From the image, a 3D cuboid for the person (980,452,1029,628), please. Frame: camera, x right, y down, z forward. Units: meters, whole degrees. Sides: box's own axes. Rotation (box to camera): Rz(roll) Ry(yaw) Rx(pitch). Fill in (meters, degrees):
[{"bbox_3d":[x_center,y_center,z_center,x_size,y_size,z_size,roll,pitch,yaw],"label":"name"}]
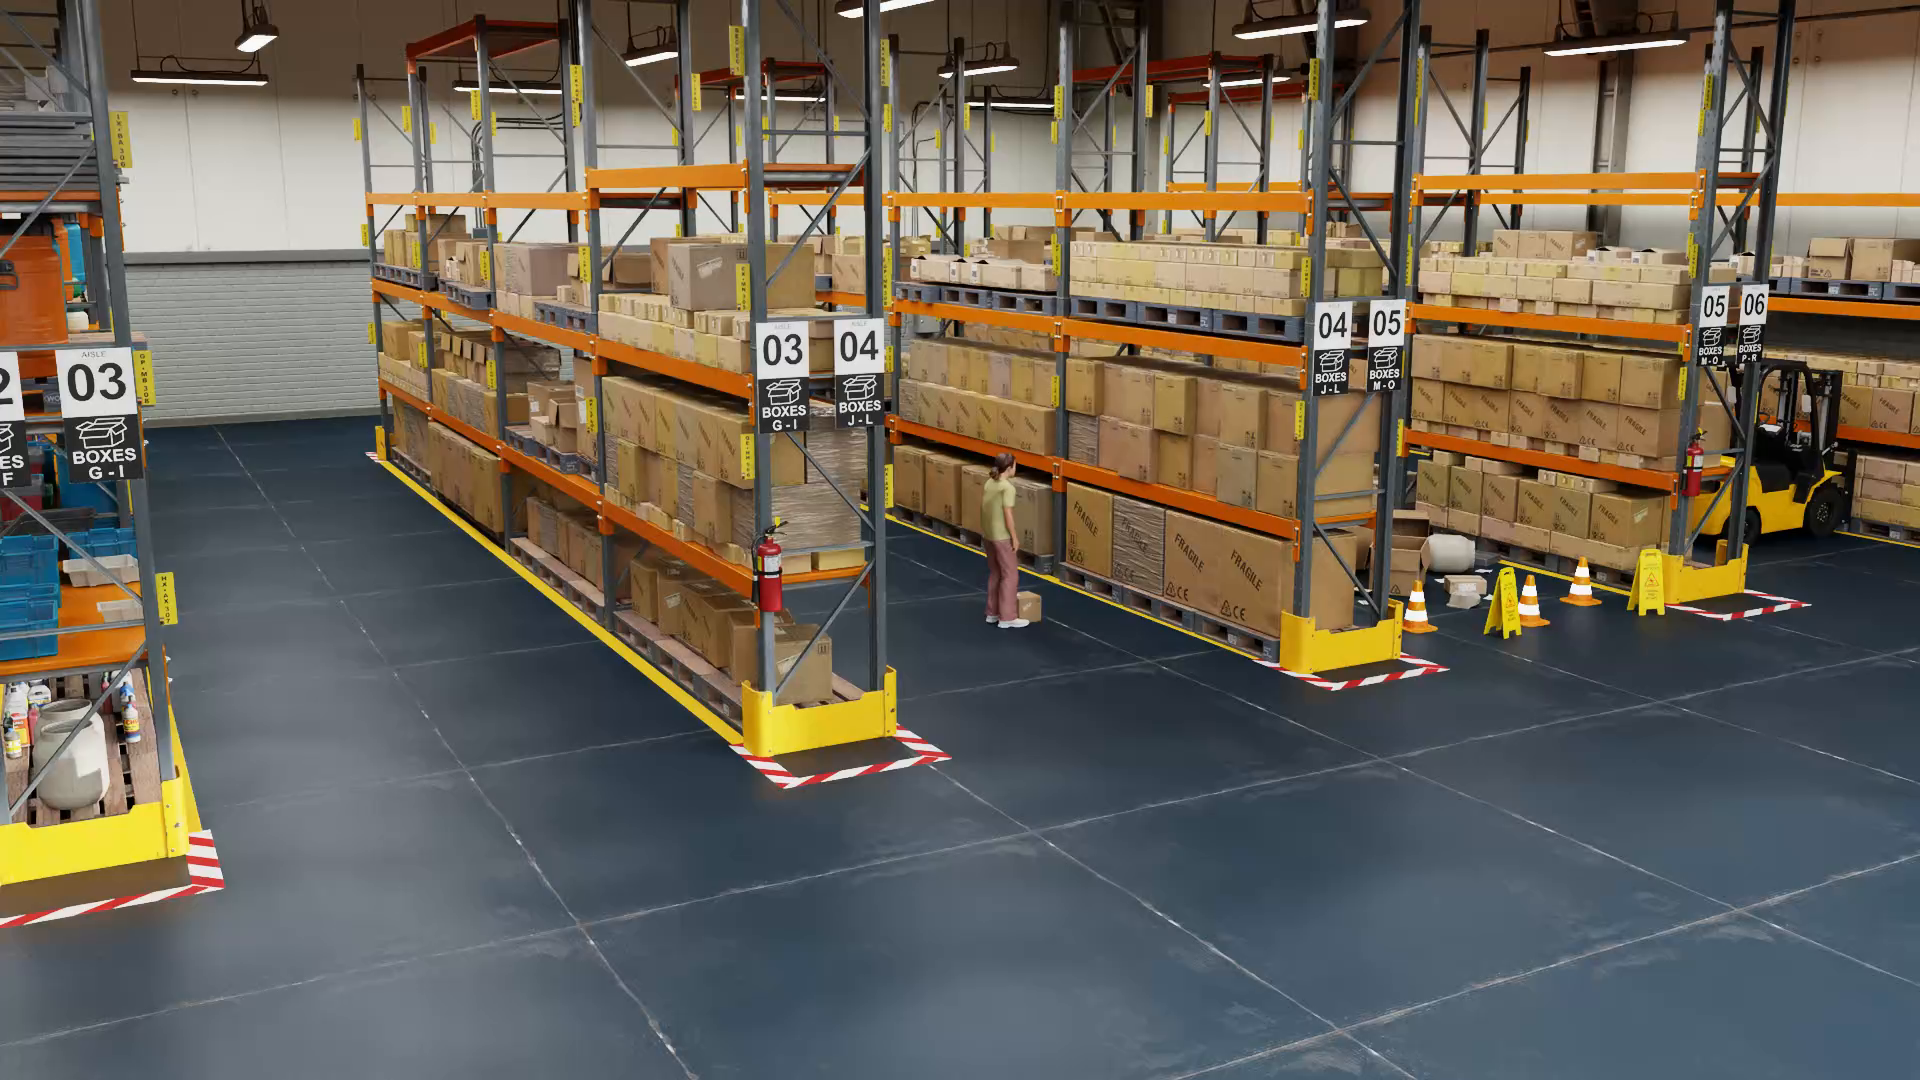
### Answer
[{"bbox_3d":[0.408,-0.011,16.013,0.367,1.671,0.519,-7,14,-31],"label":"person"}]
